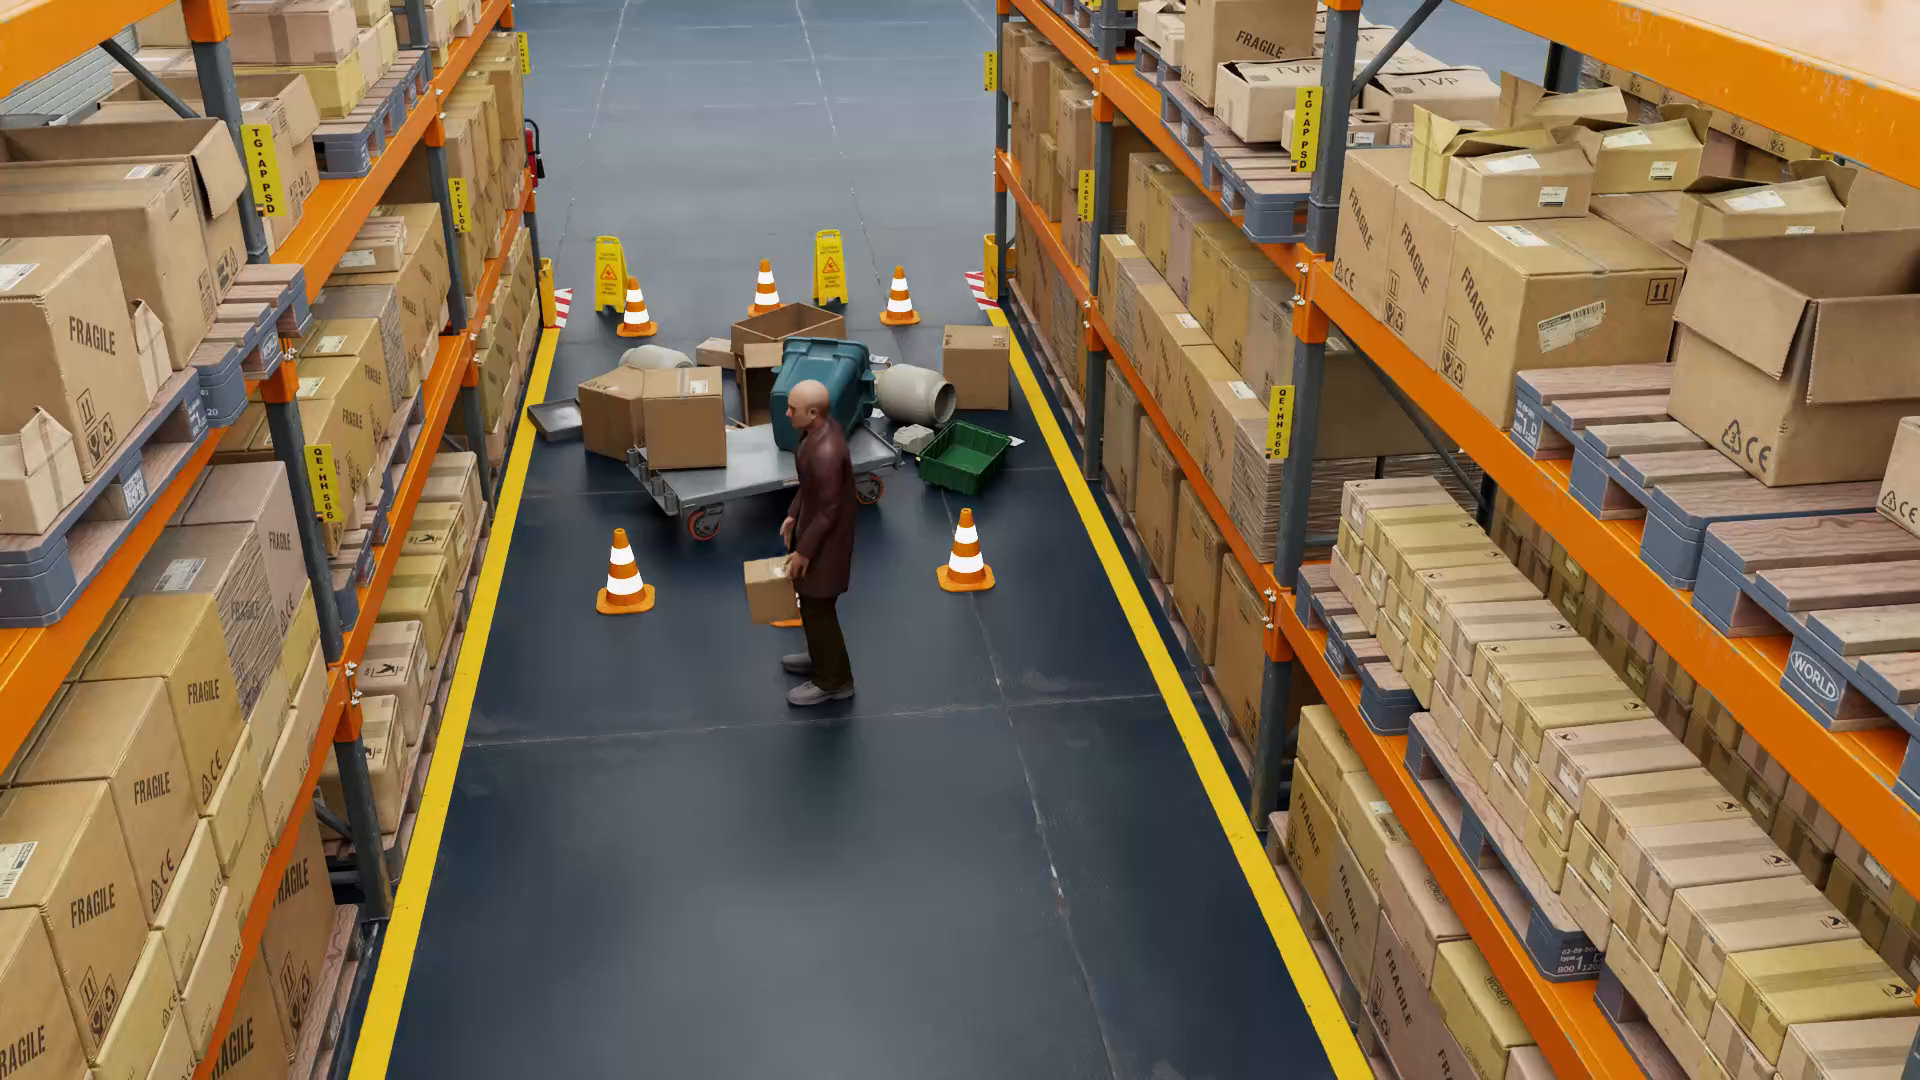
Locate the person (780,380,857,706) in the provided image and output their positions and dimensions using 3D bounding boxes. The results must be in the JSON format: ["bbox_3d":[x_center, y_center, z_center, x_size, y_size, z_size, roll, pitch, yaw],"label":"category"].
[{"bbox_3d":[-0.743,0.001,8.627,0.424,1.779,0.587,-4,27,-8],"label":"person"}]
